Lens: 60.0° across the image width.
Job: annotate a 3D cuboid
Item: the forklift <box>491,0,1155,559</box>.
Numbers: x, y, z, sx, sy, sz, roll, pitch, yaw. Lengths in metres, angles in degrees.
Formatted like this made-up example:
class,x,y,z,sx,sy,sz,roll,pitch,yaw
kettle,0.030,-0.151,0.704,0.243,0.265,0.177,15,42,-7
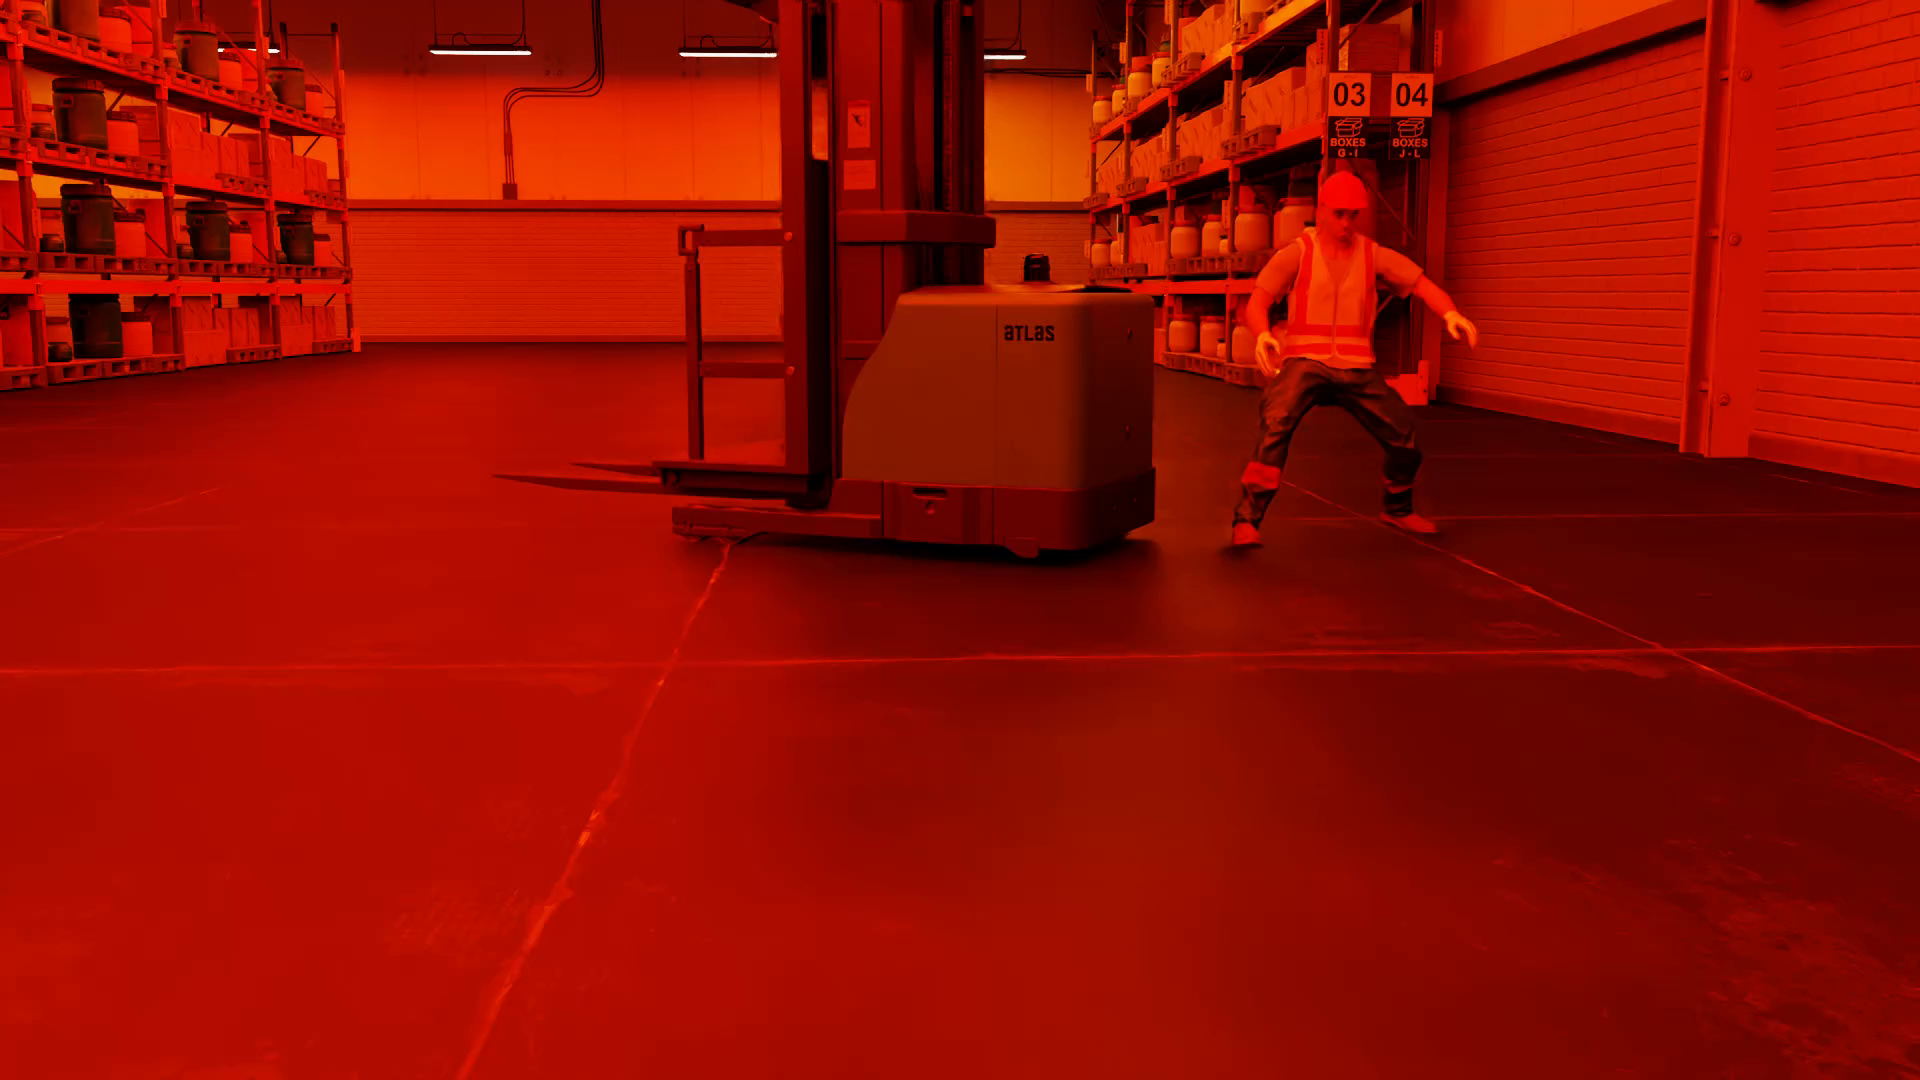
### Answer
class,x,y,z,sx,sy,sz,roll,pitch,yaw
forklift,-0.701,-1.493,7.385,3.031,2.935,1.130,4,9,23

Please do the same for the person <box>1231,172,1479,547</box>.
class,x,y,z,sx,sy,sz,roll,pitch,yaw
person,1.653,-0.772,7.168,1.042,1.608,0.995,0,8,1
